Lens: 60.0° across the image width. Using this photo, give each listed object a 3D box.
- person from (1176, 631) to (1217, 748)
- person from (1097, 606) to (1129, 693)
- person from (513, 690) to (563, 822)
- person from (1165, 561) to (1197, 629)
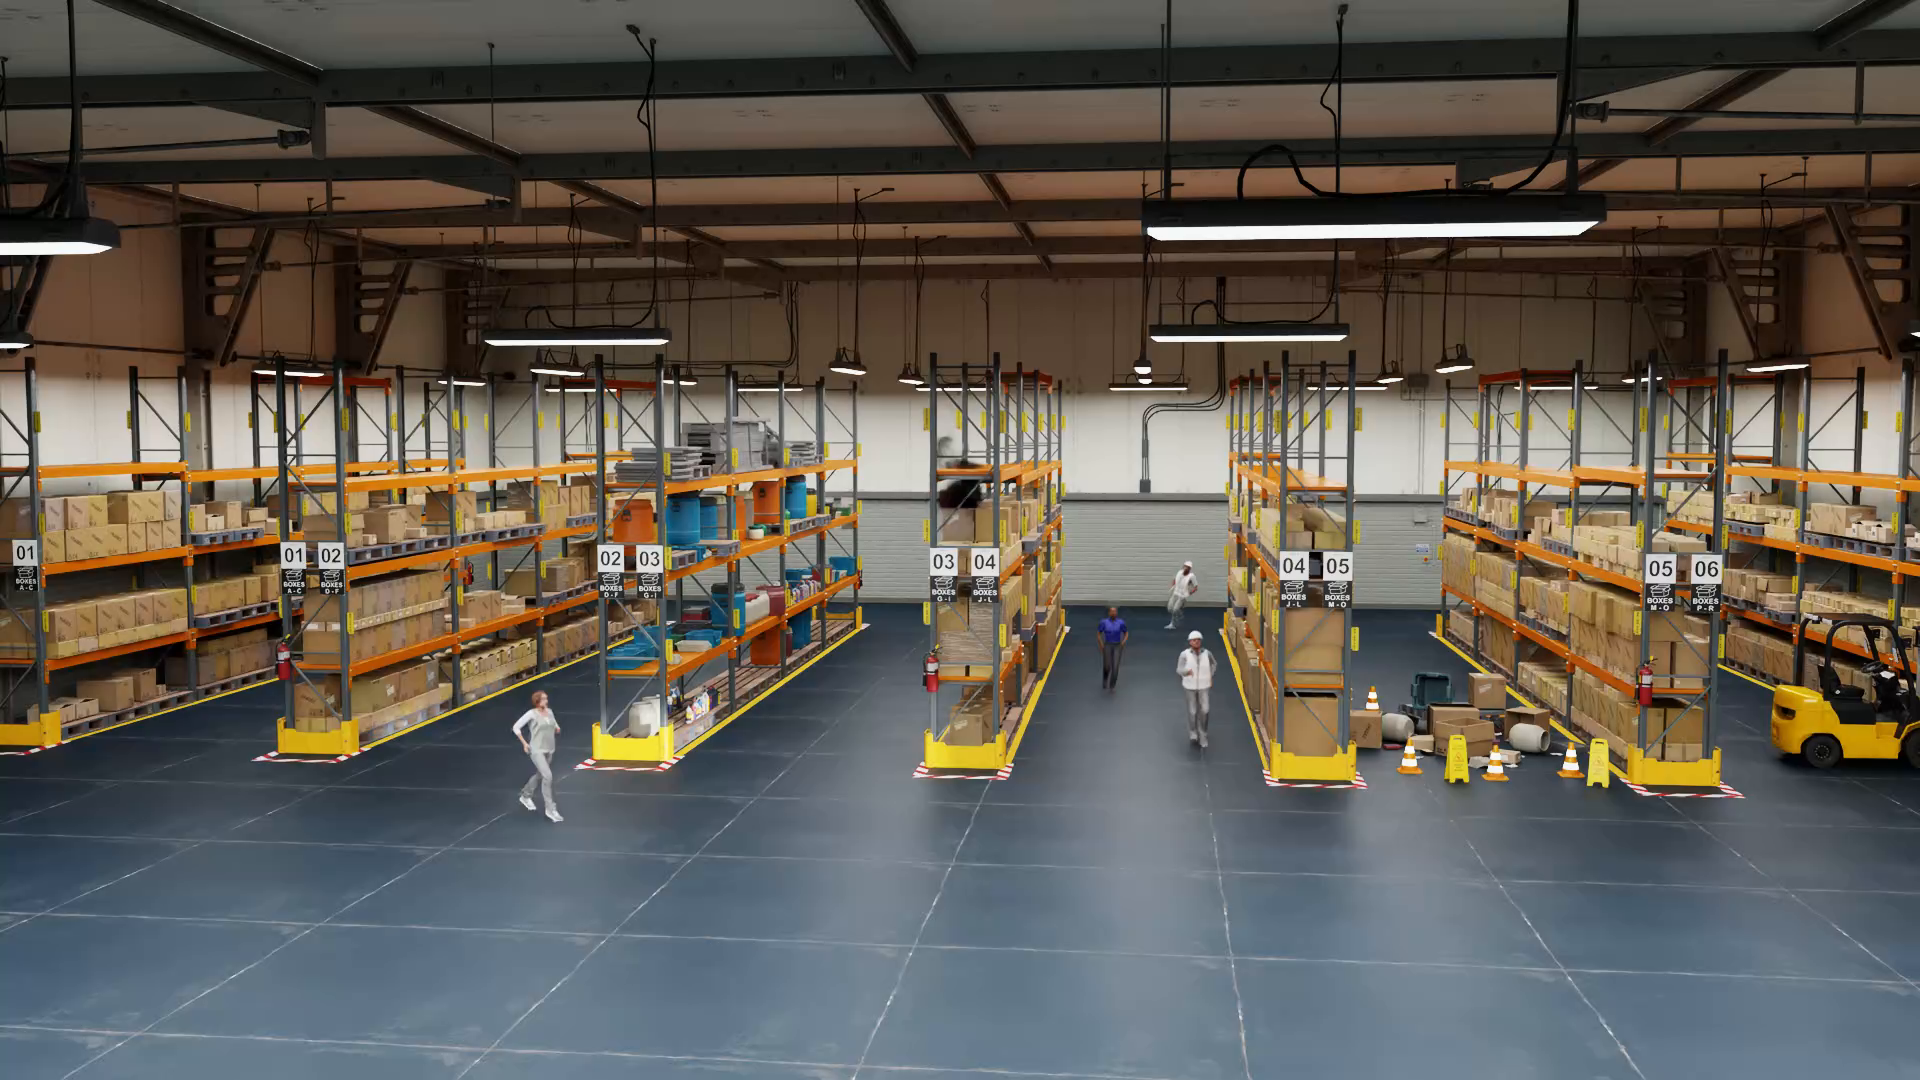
[{"bbox_3d":[3.664,2.310,25.734,0.635,1.822,0.756,0,4,4],"label":"person"},{"bbox_3d":[2.835,2.022,30.797,0.591,1.625,0.552,0,4,0],"label":"person"},{"bbox_3d":[-5.301,2.700,20.995,0.822,1.618,0.522,2,5,29],"label":"person"},{"bbox_3d":[5.349,1.330,40.109,0.860,1.671,0.607,3,5,40],"label":"person"}]
